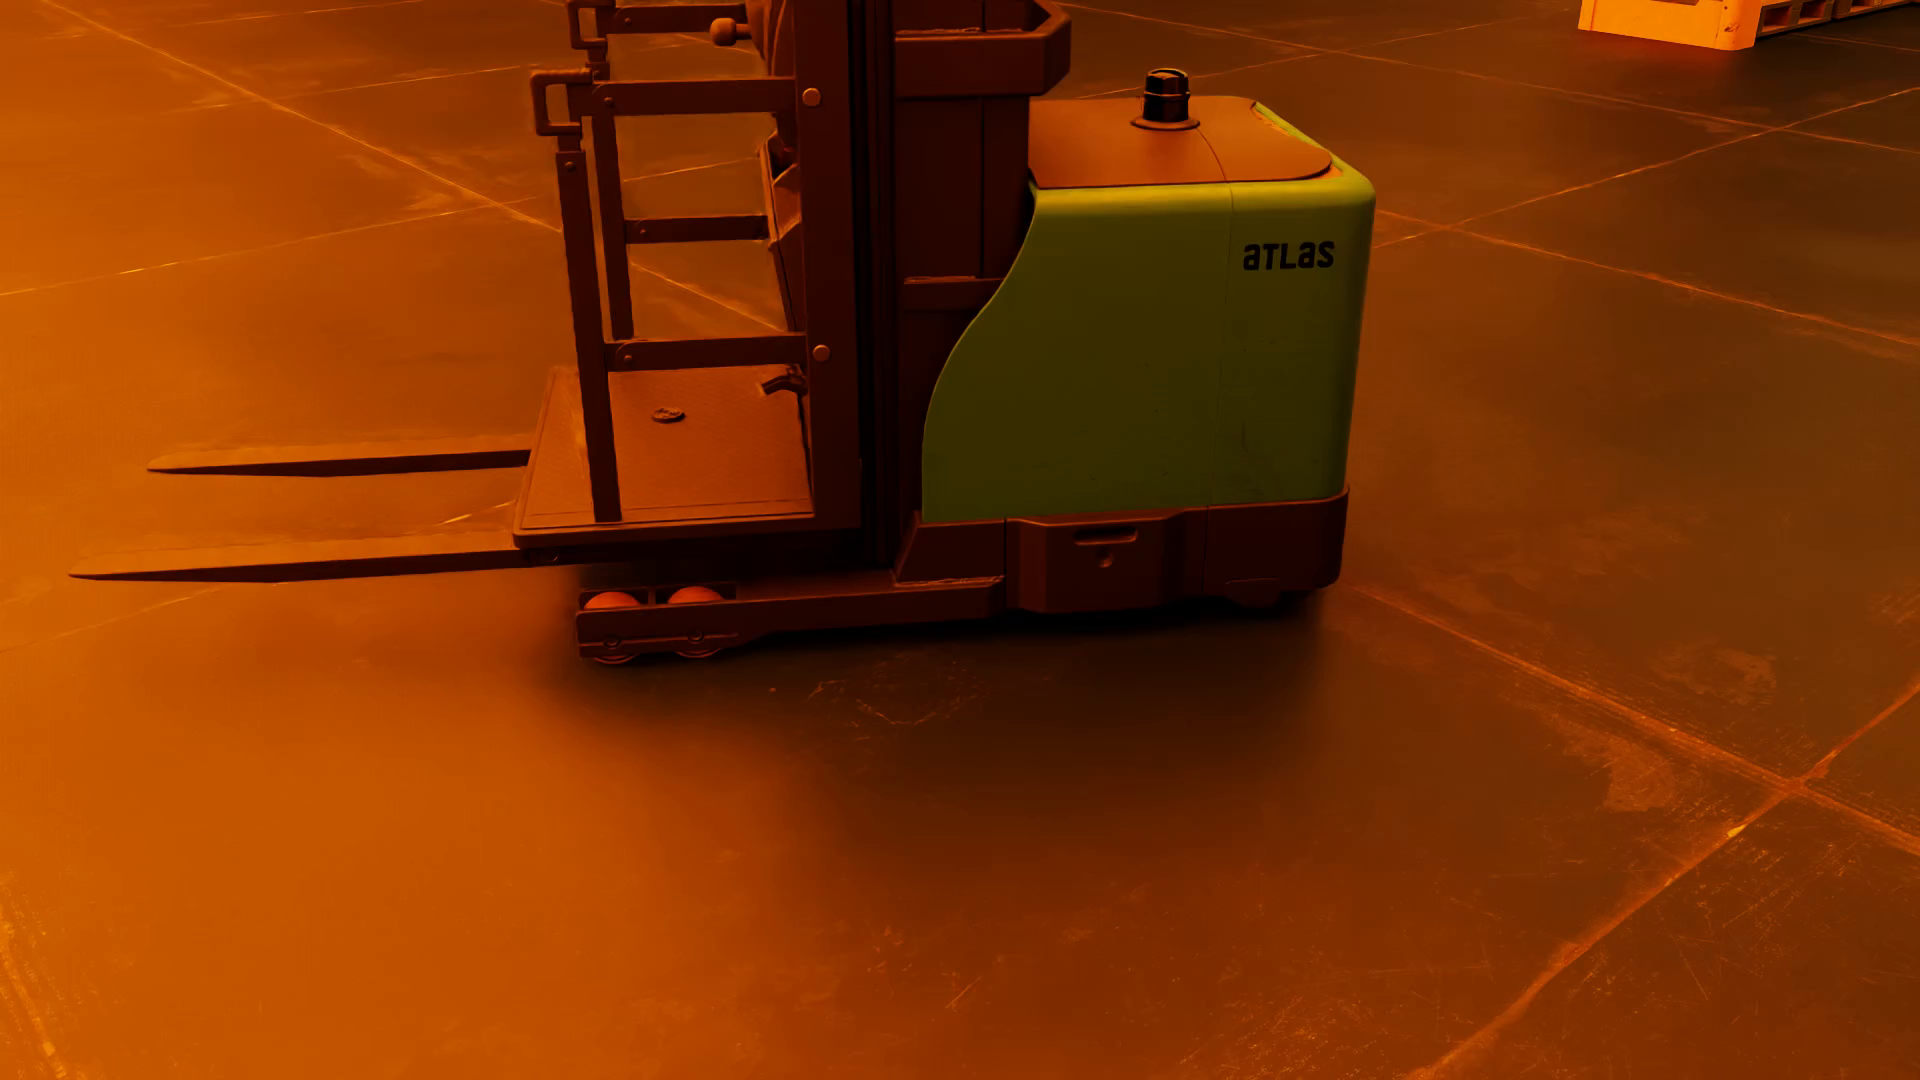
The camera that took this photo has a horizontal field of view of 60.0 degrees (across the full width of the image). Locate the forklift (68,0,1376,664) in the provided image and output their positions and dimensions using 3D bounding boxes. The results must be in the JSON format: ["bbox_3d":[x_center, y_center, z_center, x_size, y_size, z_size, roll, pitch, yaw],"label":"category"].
[{"bbox_3d":[-0.606,-1.272,3.766,3.031,2.935,1.130,-4,27,-7],"label":"forklift"}]
